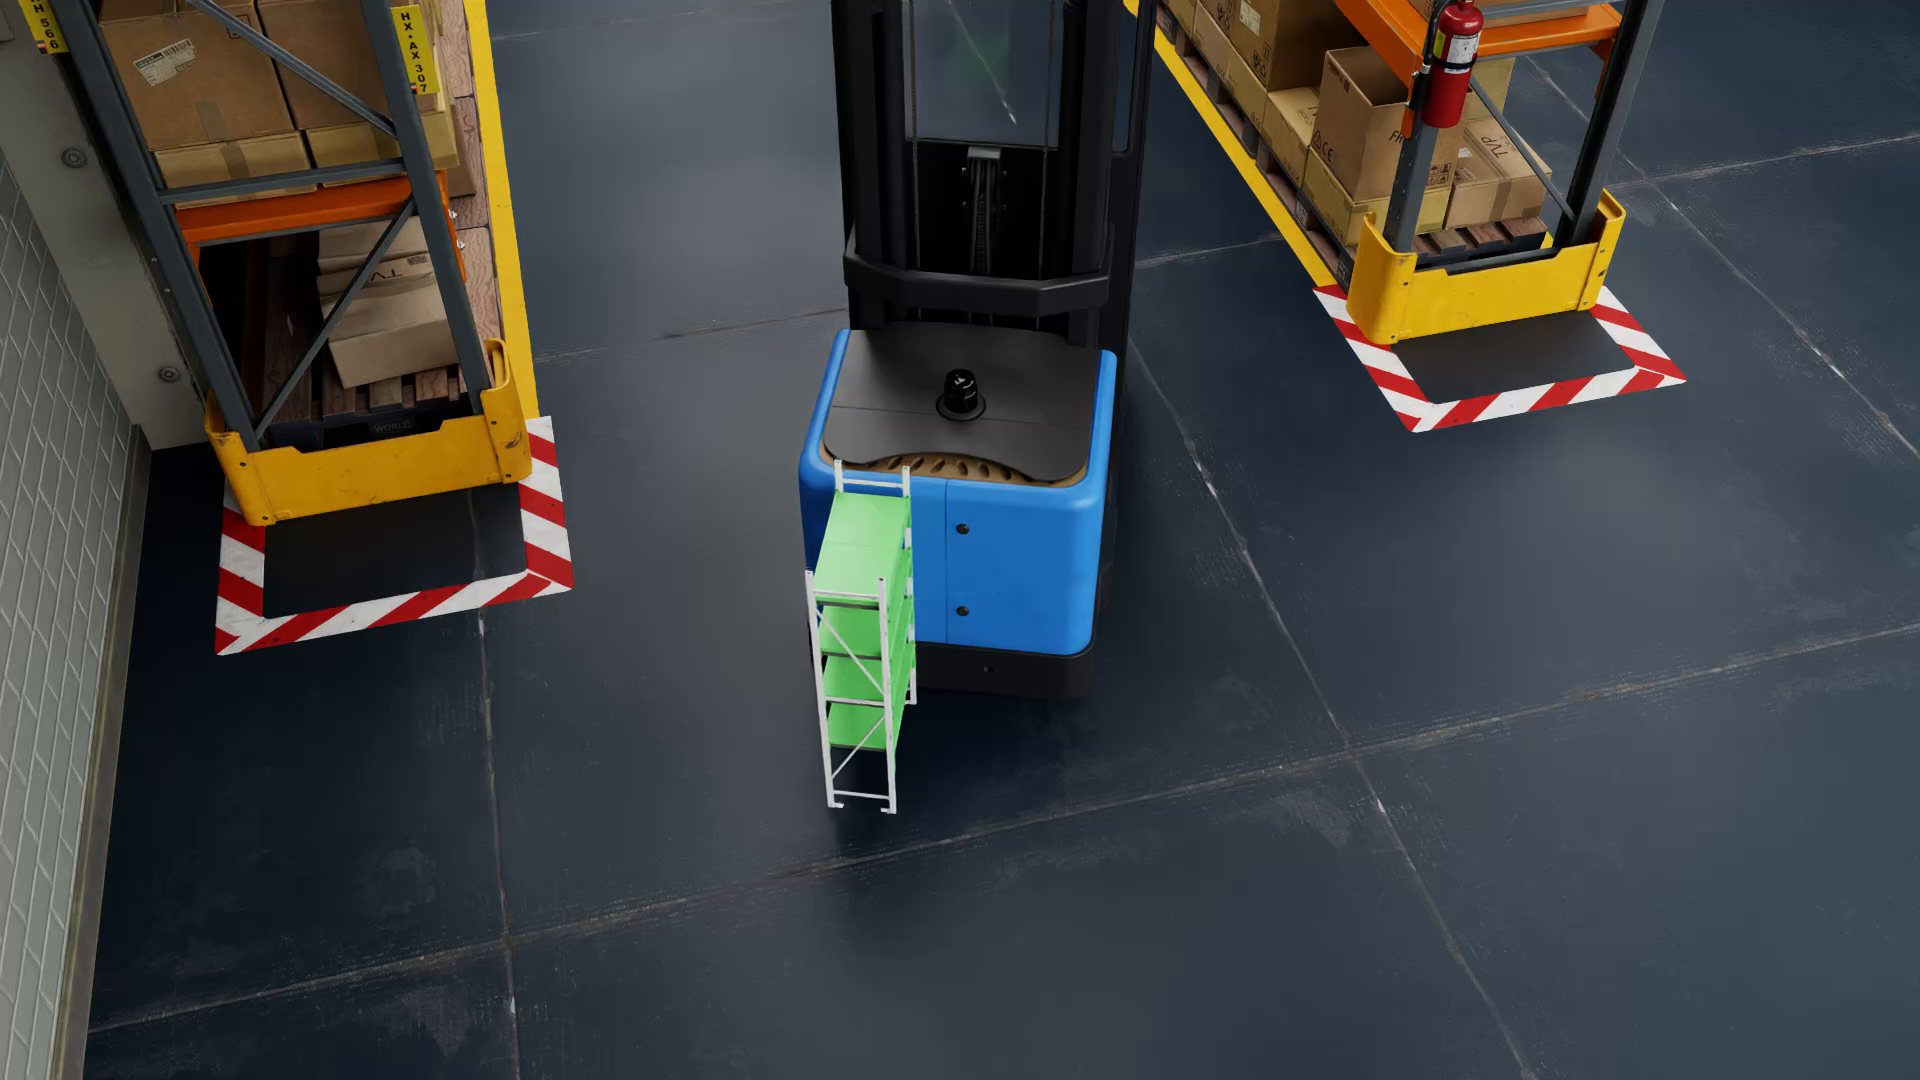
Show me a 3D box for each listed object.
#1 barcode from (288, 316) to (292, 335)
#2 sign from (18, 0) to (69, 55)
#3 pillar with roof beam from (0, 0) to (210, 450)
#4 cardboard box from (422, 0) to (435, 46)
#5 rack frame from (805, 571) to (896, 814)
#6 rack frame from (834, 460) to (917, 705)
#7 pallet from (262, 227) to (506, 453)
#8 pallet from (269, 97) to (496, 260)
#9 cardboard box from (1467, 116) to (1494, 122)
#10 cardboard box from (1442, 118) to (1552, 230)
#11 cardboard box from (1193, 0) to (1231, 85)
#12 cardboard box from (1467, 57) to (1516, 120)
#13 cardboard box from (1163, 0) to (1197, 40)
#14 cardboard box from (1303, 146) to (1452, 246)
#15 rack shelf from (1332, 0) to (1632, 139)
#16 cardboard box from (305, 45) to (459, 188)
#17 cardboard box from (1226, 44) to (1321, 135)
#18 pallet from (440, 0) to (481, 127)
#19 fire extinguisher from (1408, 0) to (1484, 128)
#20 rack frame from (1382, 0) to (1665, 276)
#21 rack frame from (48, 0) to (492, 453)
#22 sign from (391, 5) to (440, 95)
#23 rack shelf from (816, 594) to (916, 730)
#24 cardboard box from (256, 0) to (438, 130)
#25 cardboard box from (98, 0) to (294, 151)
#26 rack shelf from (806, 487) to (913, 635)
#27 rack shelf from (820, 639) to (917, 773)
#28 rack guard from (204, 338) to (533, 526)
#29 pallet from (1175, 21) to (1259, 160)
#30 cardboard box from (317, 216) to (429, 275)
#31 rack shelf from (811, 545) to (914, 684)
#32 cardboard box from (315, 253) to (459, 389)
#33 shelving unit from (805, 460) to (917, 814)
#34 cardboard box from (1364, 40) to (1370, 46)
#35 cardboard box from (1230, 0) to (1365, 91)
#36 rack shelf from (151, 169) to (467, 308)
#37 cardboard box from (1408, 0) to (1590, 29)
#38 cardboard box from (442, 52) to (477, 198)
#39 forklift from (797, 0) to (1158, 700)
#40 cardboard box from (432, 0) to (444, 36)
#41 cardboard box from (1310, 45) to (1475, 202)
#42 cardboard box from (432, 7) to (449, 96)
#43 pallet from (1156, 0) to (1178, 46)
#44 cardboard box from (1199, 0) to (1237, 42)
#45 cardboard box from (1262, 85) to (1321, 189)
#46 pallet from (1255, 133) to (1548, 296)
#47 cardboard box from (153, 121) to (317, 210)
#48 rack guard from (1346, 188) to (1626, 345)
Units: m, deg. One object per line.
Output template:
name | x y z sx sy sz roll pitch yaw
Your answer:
barcode | -2.867 -0.918 7.117 0.001 0.075 0.075 -11 47 -10
sign | -2.928 -1.696 5.280 0.100 0.325 0.005 -11 47 -10
pillar with roof beam | 0.760 -4.480 4.840 9.100 9.000 0.400 -11 47 -10
cardboard box | -2.335 -2.213 6.384 0.500 0.500 0.500 -11 47 -10
rack frame | -0.343 0.524 5.396 0.240 1.200 0.015 5 46 5
rack frame | -0.282 0.176 5.732 0.240 1.200 0.015 5 46 5
pallet | -2.579 -0.912 7.496 1.003 0.211 1.213 -11 47 -10
pallet | -2.888 -1.753 8.320 1.003 0.211 1.213 -11 47 -10
cardboard box | 2.348 -2.117 8.355 0.500 0.250 0.500 -11 47 -10
cardboard box | 2.479 -1.772 8.018 0.500 0.250 0.500 -11 47 -10
cardboard box | 1.583 -2.711 8.938 0.500 0.250 0.500 -11 47 -10
cardboard box | 2.350 -2.379 8.088 0.500 0.500 0.500 -11 47 -10
cardboard box | 1.449 -3.055 9.275 0.500 0.250 0.500 -11 47 -10
cardboard box | 1.979 -1.677 7.925 0.500 0.250 0.500 -11 47 -10
rack shelf | 1.890 -3.306 8.393 1.077 0.370 4.000 -11 47 -10
cardboard box | -2.204 -1.618 6.326 0.500 0.250 0.500 -12 47 -11
cardboard box | 1.709 -2.365 8.599 0.500 0.250 0.500 -11 47 -10
pallet | -3.204 -2.597 9.147 1.003 0.211 1.213 -11 47 -10
fire extinguisher | 1.983 -1.983 6.647 0.296 0.674 0.183 -11 47 -10
rack frame | 2.402 -2.177 6.783 1.000 3.000 0.127 -11 47 -10
rack frame | -2.386 -1.268 5.893 1.000 3.000 0.127 -11 47 -10
sign | -1.862 -1.671 5.681 0.100 0.325 0.005 -11 47 -10
rack shelf | -0.312 0.395 5.610 0.258 0.148 0.480 5 46 5
cardboard box | -2.218 -1.870 6.048 0.500 0.500 0.500 -11 47 -10
cardboard box | -2.712 -1.772 5.952 0.500 0.500 0.500 -11 47 -11
rack shelf | -0.313 0.061 5.265 0.258 0.148 0.480 5 46 5
rack shelf | -0.312 0.562 5.783 0.258 0.148 0.480 5 46 5
rack guard | -2.405 -0.446 6.837 1.175 0.500 0.348 -11 47 -10
pallet | 1.857 -2.562 9.112 1.003 0.211 1.213 -11 47 -10
cardboard box | -2.622 -1.369 7.566 0.500 0.311 0.500 -7 46 -7
rack shelf | -0.313 0.228 5.437 0.258 0.148 0.480 5 46 5
cardboard box | -2.476 -0.975 7.180 0.500 0.311 0.500 -16 48 -15
shelving unit | -0.312 0.350 5.564 0.258 1.200 0.503 5 46 5
cardboard box | 2.209 -2.722 8.424 0.500 0.500 0.500 -11 47 -10
cardboard box | 1.707 -2.627 8.331 0.500 0.500 0.500 -11 47 -10
rack shelf | -2.898 -2.397 7.503 1.077 0.370 4.000 -11 47 -10
cardboard box | 2.294 -2.536 7.065 0.700 0.500 0.500 -11 47 -10
cardboard box | -2.762 -1.951 8.004 0.700 0.500 0.500 -13 47 -13
forklift | 0.144 -1.500 6.168 1.130 2.935 3.031 5 46 5
cardboard box | -2.475 -2.326 7.021 0.500 0.250 0.500 -11 47 -11
cardboard box | 1.977 -1.939 7.657 0.500 0.500 0.500 -11 47 -10
cardboard box | -2.351 -1.974 6.675 0.500 0.250 0.500 -12 47 -12
pallet | 1.541 -3.405 9.940 1.003 0.211 1.213 -11 47 -10
cardboard box | 1.580 -2.973 8.669 0.500 0.500 0.500 -11 47 -10
cardboard box | 1.839 -2.020 8.261 0.500 0.250 0.500 -11 47 -10
pallet | 2.165 -1.721 8.289 1.003 0.211 1.213 -11 47 -10
cardboard box | -2.693 -1.510 6.221 0.500 0.250 0.500 -10 46 -10
rack guard | 2.408 -1.285 7.659 1.175 0.500 0.348 -11 47 -10
